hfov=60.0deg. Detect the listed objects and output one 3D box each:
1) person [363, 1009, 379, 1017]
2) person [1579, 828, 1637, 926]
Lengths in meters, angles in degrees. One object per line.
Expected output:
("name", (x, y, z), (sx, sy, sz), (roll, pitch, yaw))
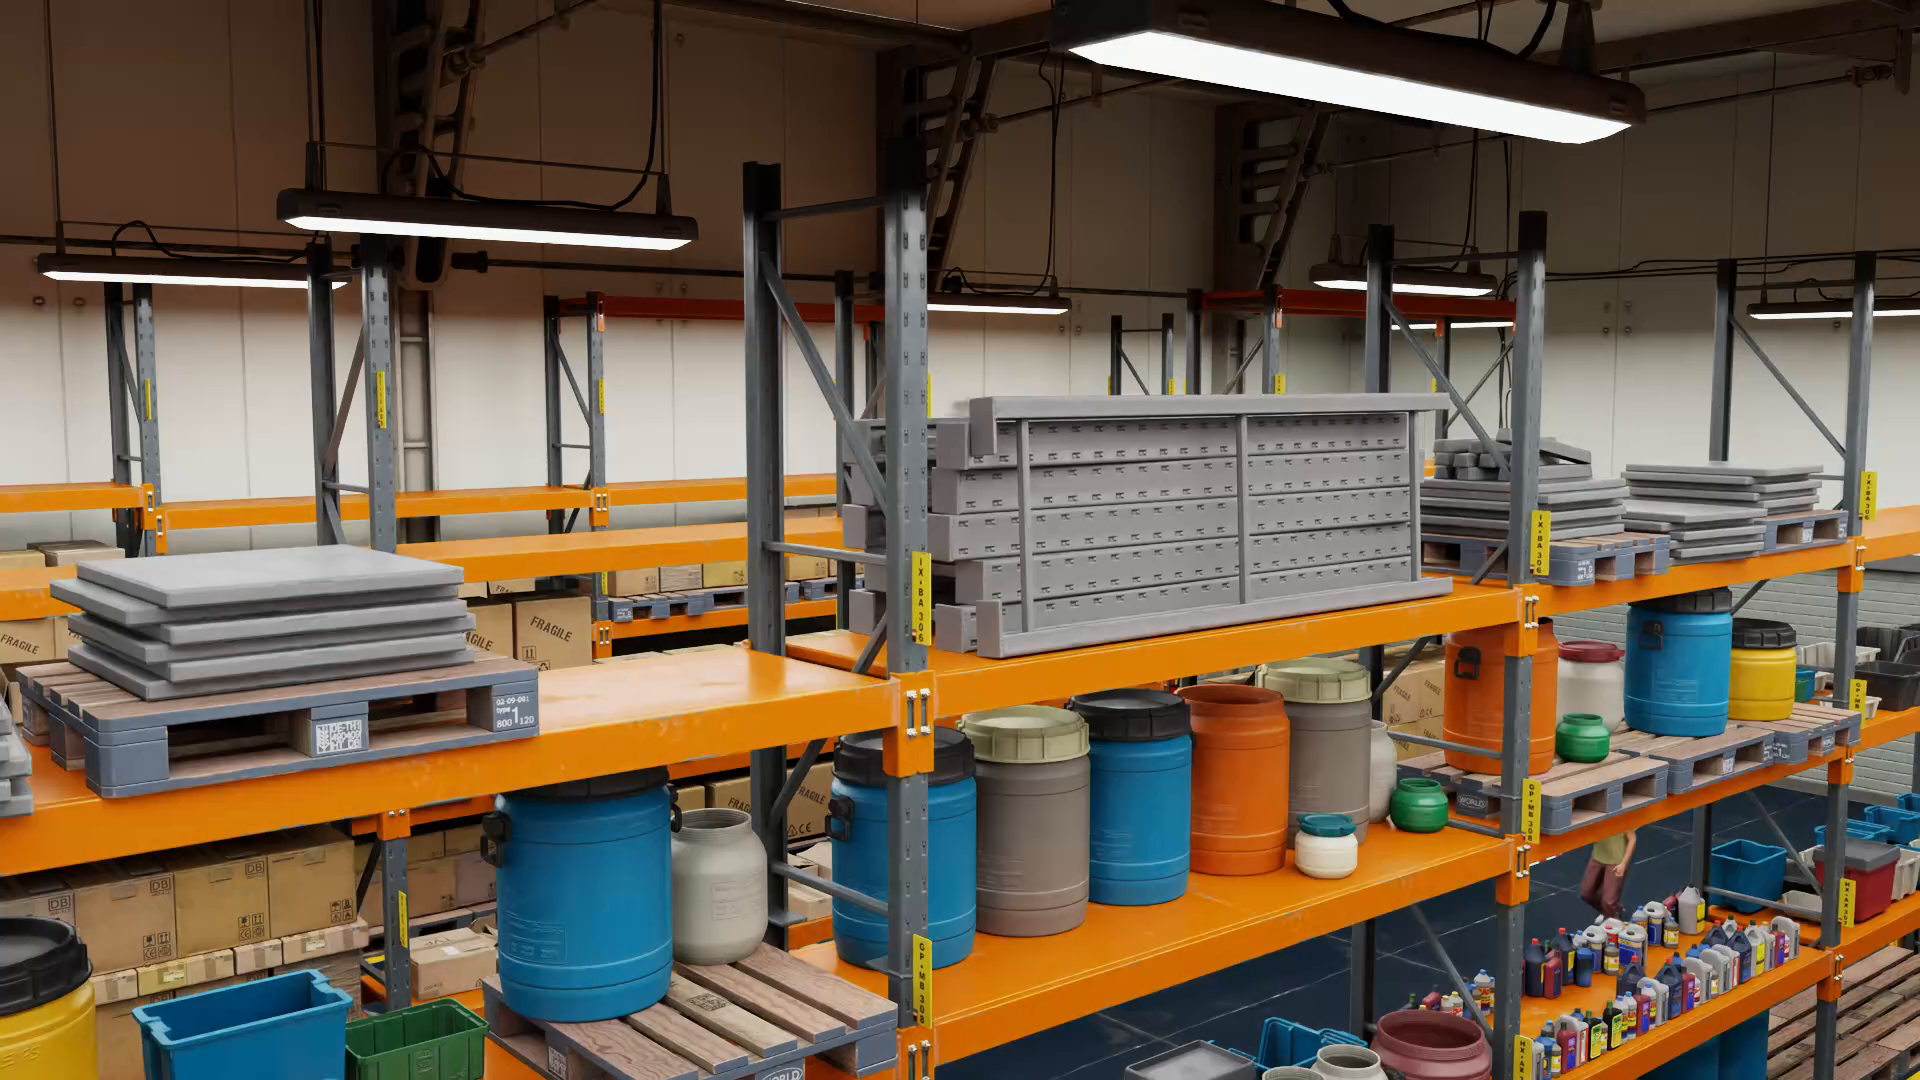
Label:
("person", (-4.588, 3.264, 12.237), (0.993, 1.402, 0.540), (-3, 6, -26))
("person", (5.946, 2.897, 15.101), (0.624, 1.637, 0.626), (-3, 6, -28))
